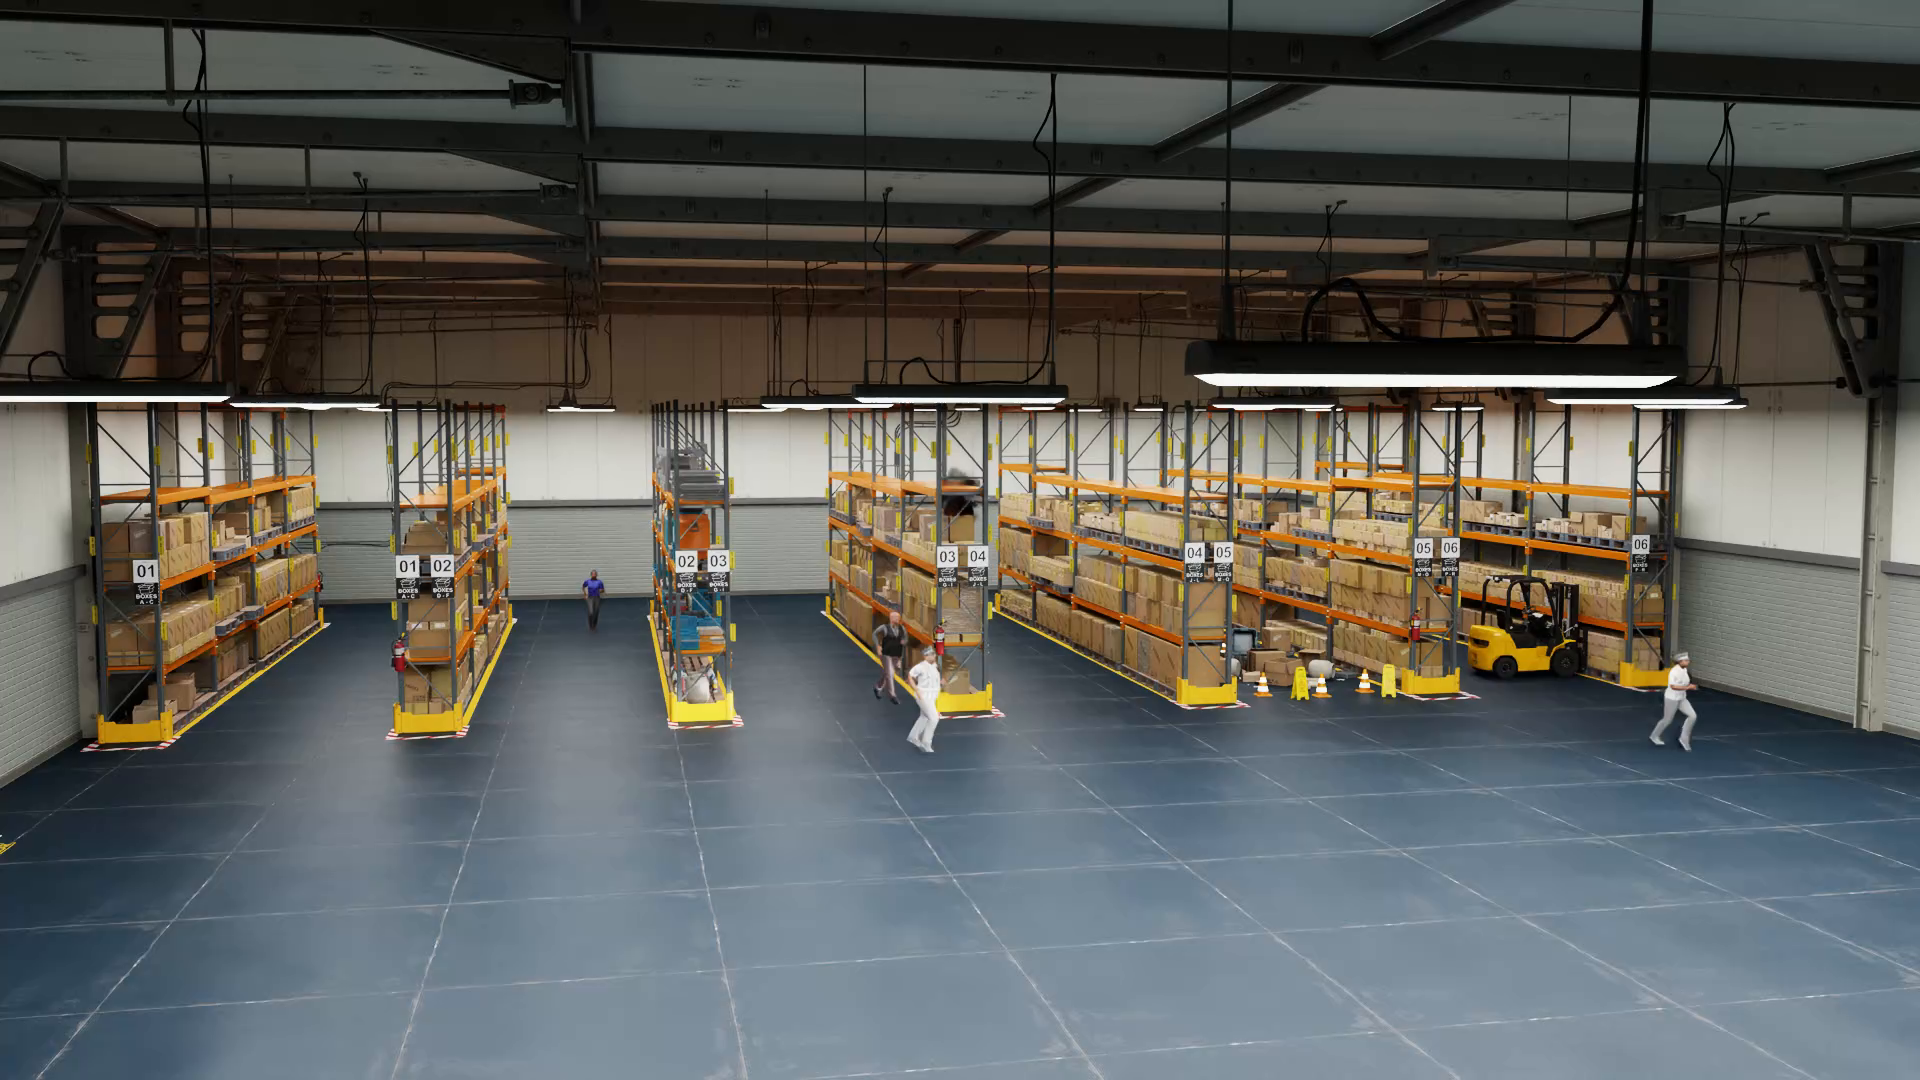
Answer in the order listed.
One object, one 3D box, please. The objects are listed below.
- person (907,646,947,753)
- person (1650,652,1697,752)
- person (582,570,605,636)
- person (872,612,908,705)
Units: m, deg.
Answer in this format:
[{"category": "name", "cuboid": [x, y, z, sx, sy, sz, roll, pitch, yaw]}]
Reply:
[{"category": "person", "cuboid": [-0.572, 2.721, 28.397, 0.724, 1.875, 0.671, 2, 5, 24]}, {"category": "person", "cuboid": [12.216, 2.747, 28.430, 0.599, 1.723, 0.833, -4, 6, -39]}, {"category": "person", "cuboid": [-9.561, 1.629, 43.429, 0.563, 1.717, 0.794, -1, 5, -19]}, {"category": "person", "cuboid": [-1.271, 2.201, 31.489, 0.663, 1.691, 1.036, -3, 5, -35]}]
